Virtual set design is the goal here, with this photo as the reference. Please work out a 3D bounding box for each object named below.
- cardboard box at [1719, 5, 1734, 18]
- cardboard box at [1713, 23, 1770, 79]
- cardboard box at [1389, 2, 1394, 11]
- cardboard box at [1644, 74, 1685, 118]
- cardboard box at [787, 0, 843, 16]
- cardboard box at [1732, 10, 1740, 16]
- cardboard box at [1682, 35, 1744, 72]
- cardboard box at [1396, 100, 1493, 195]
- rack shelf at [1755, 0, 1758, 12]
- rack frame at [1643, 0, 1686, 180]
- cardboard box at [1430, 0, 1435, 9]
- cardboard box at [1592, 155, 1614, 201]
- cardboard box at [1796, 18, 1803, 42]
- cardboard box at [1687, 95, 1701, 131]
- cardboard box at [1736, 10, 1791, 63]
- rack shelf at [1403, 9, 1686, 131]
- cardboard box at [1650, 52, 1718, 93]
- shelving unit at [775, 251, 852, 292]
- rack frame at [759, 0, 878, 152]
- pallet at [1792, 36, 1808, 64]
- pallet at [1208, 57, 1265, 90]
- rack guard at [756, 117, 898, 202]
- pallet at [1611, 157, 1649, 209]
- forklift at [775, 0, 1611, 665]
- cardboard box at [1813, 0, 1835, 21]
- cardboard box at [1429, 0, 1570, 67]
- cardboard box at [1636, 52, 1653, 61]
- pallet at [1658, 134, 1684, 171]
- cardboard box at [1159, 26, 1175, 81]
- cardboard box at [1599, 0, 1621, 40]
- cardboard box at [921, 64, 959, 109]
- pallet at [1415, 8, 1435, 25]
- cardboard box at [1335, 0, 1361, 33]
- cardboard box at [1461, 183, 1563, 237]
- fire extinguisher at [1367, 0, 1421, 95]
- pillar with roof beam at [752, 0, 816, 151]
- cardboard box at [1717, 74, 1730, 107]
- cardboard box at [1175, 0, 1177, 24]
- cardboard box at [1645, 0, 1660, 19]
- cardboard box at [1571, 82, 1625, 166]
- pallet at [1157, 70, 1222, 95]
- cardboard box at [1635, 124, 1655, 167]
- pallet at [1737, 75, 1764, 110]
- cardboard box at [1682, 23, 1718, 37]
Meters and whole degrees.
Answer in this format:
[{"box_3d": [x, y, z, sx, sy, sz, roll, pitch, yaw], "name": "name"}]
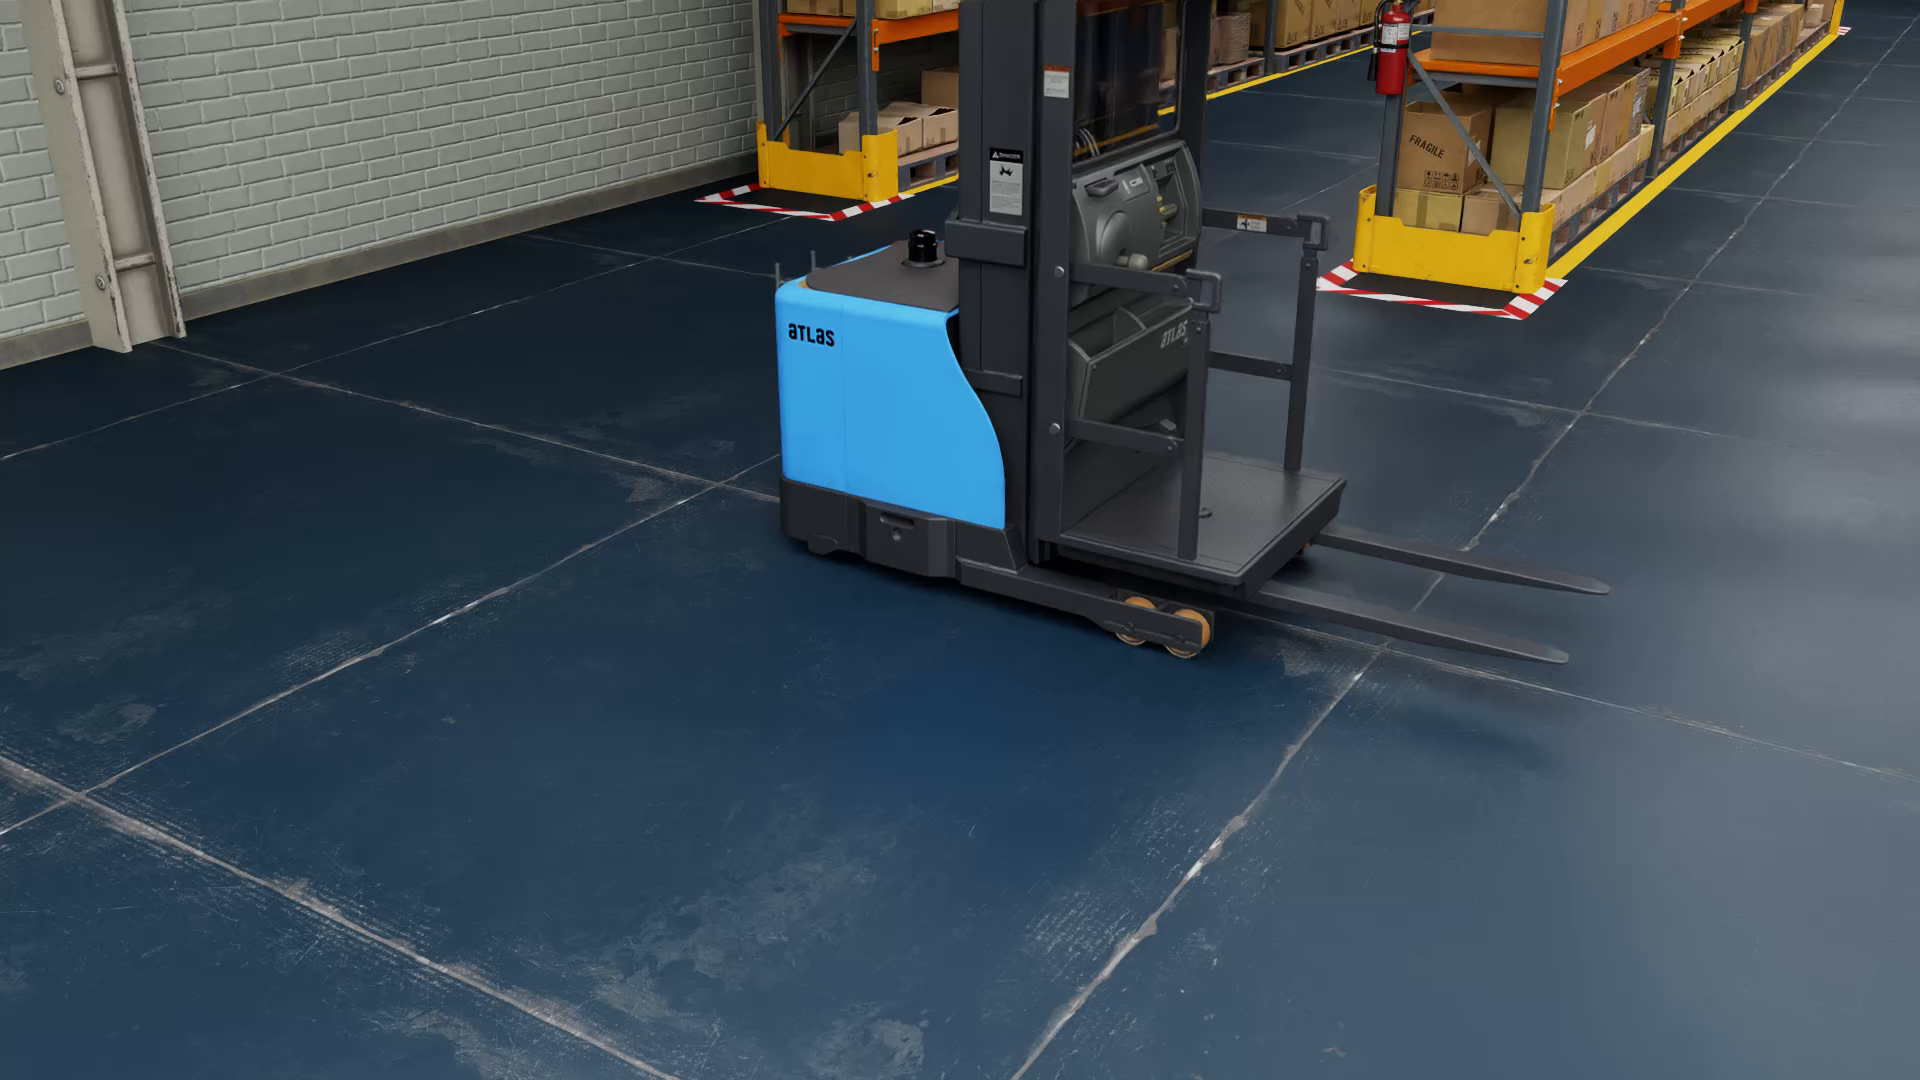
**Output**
[{"box_3d": [8.204, -5.902, 18.256, 0.500, 0.250, 0.500, 13, 27, 28], "name": "cardboard box"}, {"box_3d": [8.102, -5.098, 17.344, 0.500, 0.500, 0.500, 13, 27, 27], "name": "cardboard box"}, {"box_3d": [5.728, -7.435, 22.768, 0.700, 0.500, 0.500, 14, 27, 30], "name": "cardboard box"}, {"box_3d": [5.667, -3.698, 13.742, 0.500, 0.311, 0.500, 14, 27, 29], "name": "cardboard box"}, {"box_3d": [-1.001, -4.248, 12.950, 0.500, 0.250, 0.500, 14, 27, 30], "name": "cardboard box"}, {"box_3d": [8.453, -5.715, 18.769, 0.500, 0.500, 0.500, 14, 27, 30], "name": "cardboard box"}, {"box_3d": [7.280, -4.732, 16.131, 0.500, 0.311, 0.500, 15, 27, 30], "name": "cardboard box"}, {"box_3d": [3.158, -2.590, 10.946, 0.500, 0.500, 0.500, 14, 27, 29], "name": "cardboard box"}, {"box_3d": [8.402, -6.117, 18.010, 1.077, 0.370, 4.000, 14, 27, 29], "name": "rack shelf"}, {"box_3d": [5.237, -4.422, 13.189, 1.000, 3.000, 0.127, 14, 27, 29], "name": "rack frame"}, {"box_3d": [6.544, -7.959, 23.976, 0.700, 0.500, 0.500, 13, 27, 27], "name": "cardboard box"}, {"box_3d": [4.392, -2.643, 12.012, 0.500, 0.250, 0.500, 14, 27, 29], "name": "cardboard box"}, {"box_3d": [9.863, -6.186, 20.095, 0.500, 0.311, 0.500, 14, 27, 29], "name": "cardboard box"}, {"box_3d": [6.202, -3.785, 14.649, 0.500, 0.250, 0.500, 13, 27, 27], "name": "cardboard box"}, {"box_3d": [8.908, -5.616, 18.540, 0.500, 0.500, 0.500, 14, 27, 30], "name": "cardboard box"}, {"box_3d": [4.182, -3.417, 11.773, 1.077, 0.370, 4.000, 14, 27, 29], "name": "rack shelf"}, {"box_3d": [6.477, -4.217, 14.941, 0.500, 0.311, 0.500, 15, 27, 30], "name": "cardboard box"}, {"box_3d": [-0.591, -0.650, 6.930, 0.215, 1.050, 0.252, 14, 27, 29], "name": "shelving unit"}, {"box_3d": [-1.083, -4.109, 12.466, 1.000, 3.000, 0.127, 14, 27, 29], "name": "rack frame"}, {"box_3d": [9.820, -6.074, 20.515, 1.003, 0.211, 1.213, 14, 27, 29], "name": "pallet"}, {"box_3d": [2.724, -5.266, 18.648, 1.003, 0.211, 1.213, 14, 27, 29], "name": "pallet"}, {"box_3d": [-1.043, -2.987, 13.021, 1.175, 0.500, 0.348, 14, 27, 29], "name": "rack guard"}, {"box_3d": [4.782, -2.883, 13.143, 1.003, 0.211, 1.213, 14, 27, 29], "name": "pallet"}, {"box_3d": [0.809, -1.175, 5.775, 3.031, 2.935, 1.130, 14, 27, 29], "name": "forklift"}, {"box_3d": [11.490, -7.292, 22.411, 0.500, 0.500, 0.500, 14, 27, 29], "name": "cardboard box"}, {"box_3d": [3.385, -3.273, 10.408, 0.700, 0.500, 0.500, 14, 27, 29], "name": "cardboard box"}, {"box_3d": [6.010, -4.321, 15.182, 0.500, 0.311, 0.500, 13, 27, 28], "name": "cardboard box"}, {"box_3d": [5.593, -3.399, 14.336, 1.003, 0.211, 1.213, 14, 27, 29], "name": "pallet"}, {"box_3d": [1.935, -5.114, 17.381, 0.700, 0.500, 0.500, 14, 27, 30], "name": "cardboard box"}, {"box_3d": [4.199, -3.796, 11.617, 0.700, 0.500, 0.500, 15, 27, 31], "name": "cardboard box"}, {"box_3d": [0.089, -3.808, 14.363, 0.700, 0.500, 0.500, 12, 26, 26], "name": "cardboard box"}, {"box_3d": [6.357, -7.533, 23.885, 1.003, 0.211, 1.213, 14, 27, 29], "name": "pallet"}, {"box_3d": [4.548, -6.818, 20.901, 0.750, 0.750, 0.750, 15, 27, 31], "name": "cardboard box"}, {"box_3d": [3.599, -2.137, 10.844, 0.500, 0.250, 0.500, 14, 27, 29], "name": "cardboard box"}, {"box_3d": [2.670, -3.094, 10.219, 0.296, 0.674, 0.183, 14, 27, 29], "name": "fire extinguisher"}, {"box_3d": [2.209, -6.377, 10.154, 9.100, 9.000, 0.400, 14, 27, 29], "name": "pillar with roof beam"}, {"box_3d": [7.008, -4.300, 15.839, 0.500, 0.250, 0.500, 14, 27, 28], "name": "cardboard box"}, {"box_3d": [2.180, -5.600, 17.559, 0.500, 0.250, 0.500, 14, 27, 29], "name": "cardboard box"}, {"box_3d": [5.009, -4.317, 12.820, 0.700, 0.500, 0.500, 13, 27, 28], "name": "cardboard box"}, {"box_3d": [4.393, -2.987, 11.863, 0.500, 0.500, 0.500, 14, 27, 29], "name": "cardboard box"}, {"box_3d": [2.079, -4.856, 17.701, 1.003, 0.211, 1.213, 14, 27, 29], "name": "pallet"}, {"box_3d": [5.178, -3.151, 13.185, 0.500, 0.250, 0.500, 14, 27, 29], "name": "cardboard box"}, {"box_3d": [7.773, -4.736, 17.425, 1.003, 0.211, 1.213, 14, 27, 29], "name": "pallet"}, {"box_3d": [7.641, -5.192, 17.560, 0.500, 0.500, 0.500, 15, 28, 31], "name": "cardboard box"}]
